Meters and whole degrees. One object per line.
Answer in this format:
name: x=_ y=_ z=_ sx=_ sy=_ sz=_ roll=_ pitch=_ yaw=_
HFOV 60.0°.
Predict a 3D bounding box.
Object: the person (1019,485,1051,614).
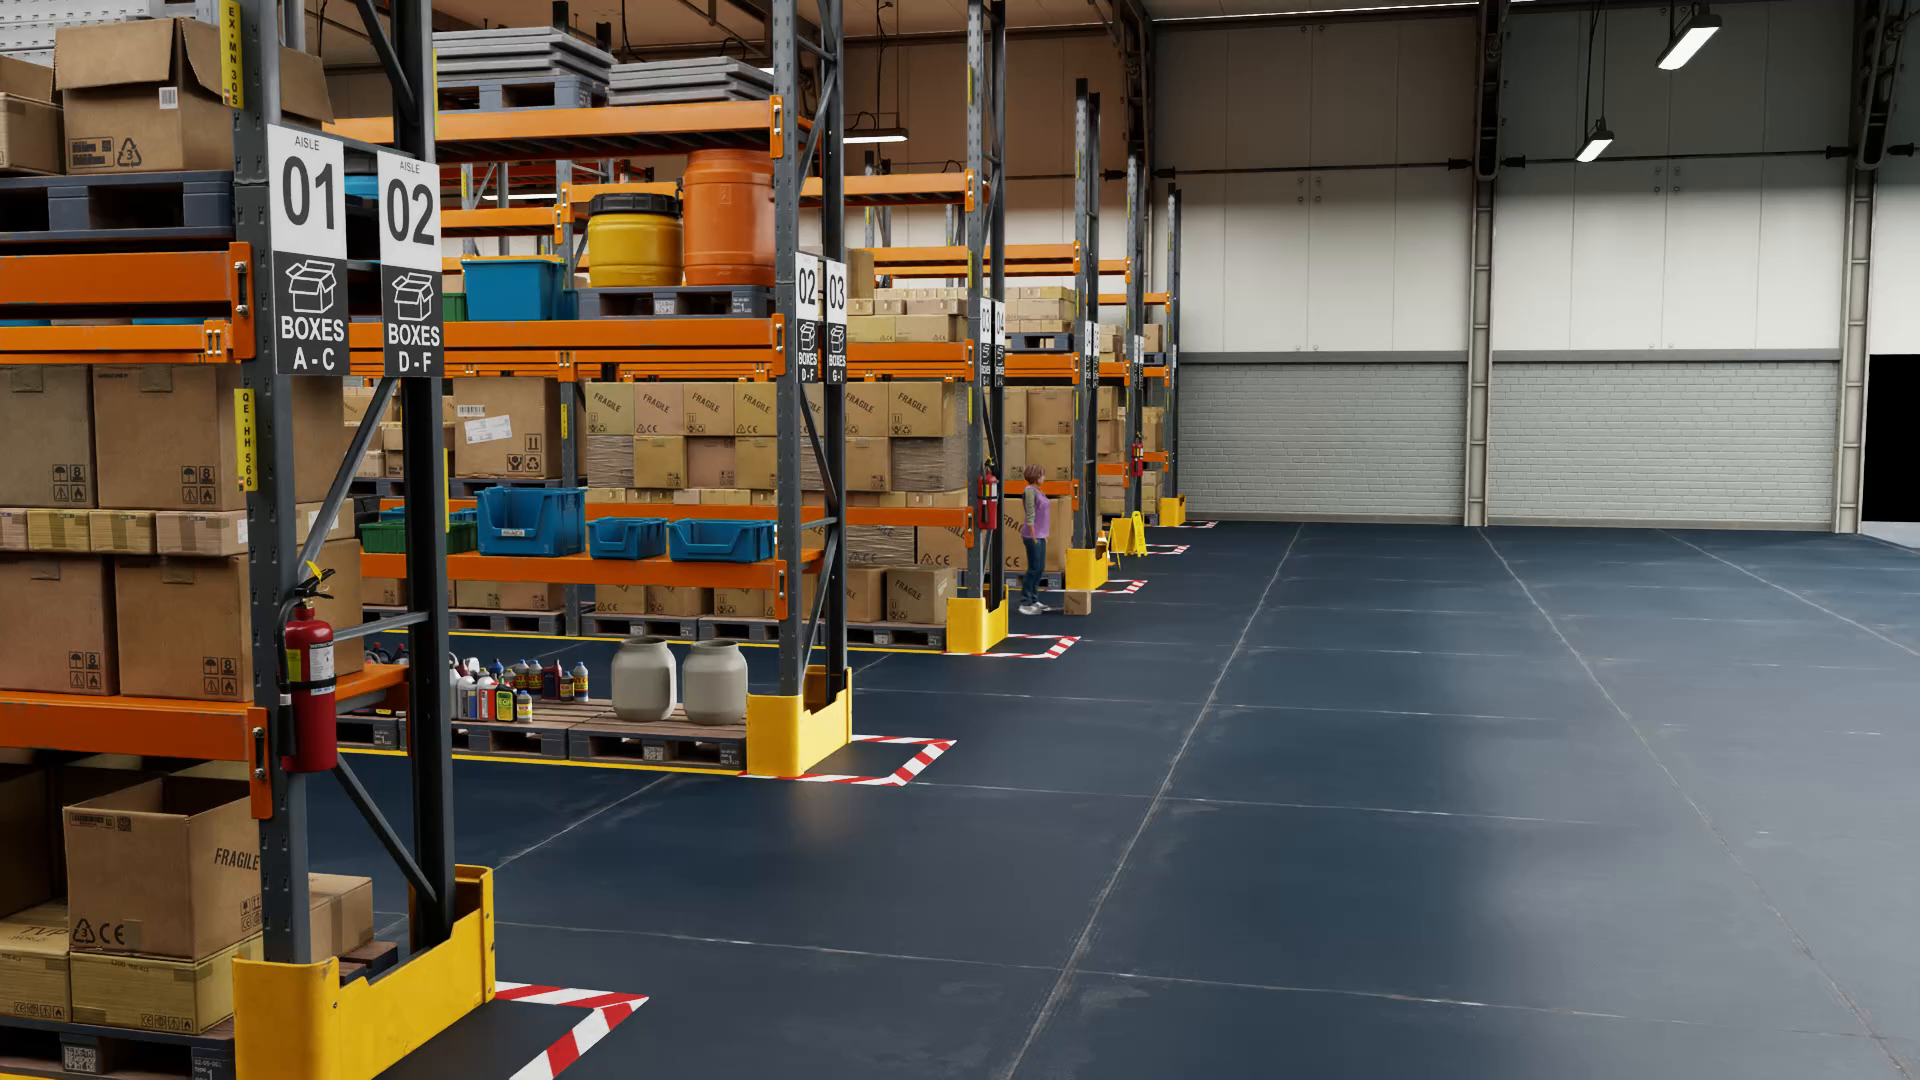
person: x=0.808 y=0.105 z=17.838 sx=0.300 sy=1.387 sz=0.361 roll=1 pitch=5 yaw=15
